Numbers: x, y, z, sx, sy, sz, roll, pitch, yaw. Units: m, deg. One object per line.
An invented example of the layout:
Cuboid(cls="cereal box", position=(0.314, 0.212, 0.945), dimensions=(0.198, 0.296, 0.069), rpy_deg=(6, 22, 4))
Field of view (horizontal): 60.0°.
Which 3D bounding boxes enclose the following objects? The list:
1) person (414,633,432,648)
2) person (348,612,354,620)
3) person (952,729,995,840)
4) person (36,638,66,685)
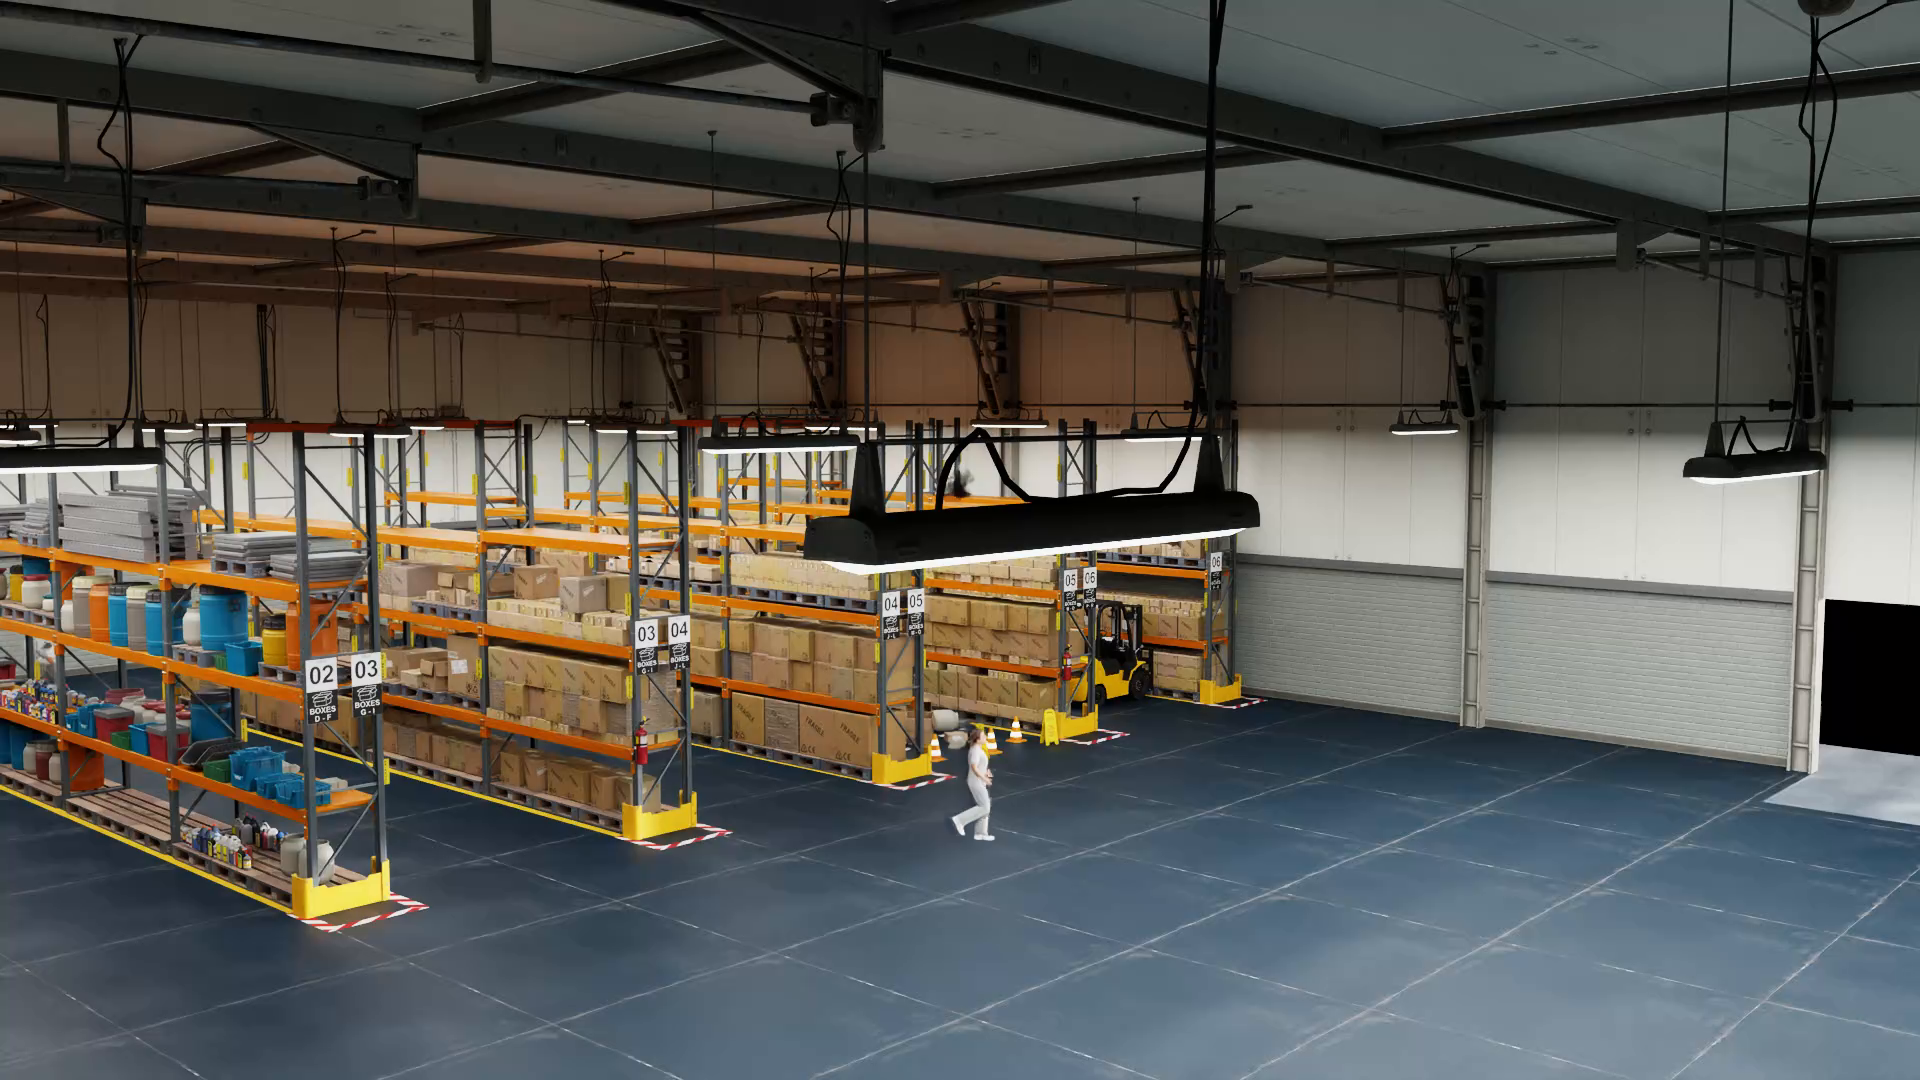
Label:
Cuboid(cls="person", position=(-13.073, 2.229, 40.331), dimensions=(0.549, 1.724, 0.766), rpy_deg=(4, 6, 44))
Cuboid(cls="person", position=(-14.265, 2.392, 39.059), dimensions=(0.613, 1.503, 0.568), rpy_deg=(2, 5, 20))
Cuboid(cls="person", position=(0.188, 3.552, 24.152), dimensions=(0.634, 1.645, 0.566), rpy_deg=(-1, 5, -7))
Cuboid(cls="person", position=(-19.097, 2.577, 34.822), dimensions=(0.968, 1.760, 0.654), rpy_deg=(-4, 6, -40))
